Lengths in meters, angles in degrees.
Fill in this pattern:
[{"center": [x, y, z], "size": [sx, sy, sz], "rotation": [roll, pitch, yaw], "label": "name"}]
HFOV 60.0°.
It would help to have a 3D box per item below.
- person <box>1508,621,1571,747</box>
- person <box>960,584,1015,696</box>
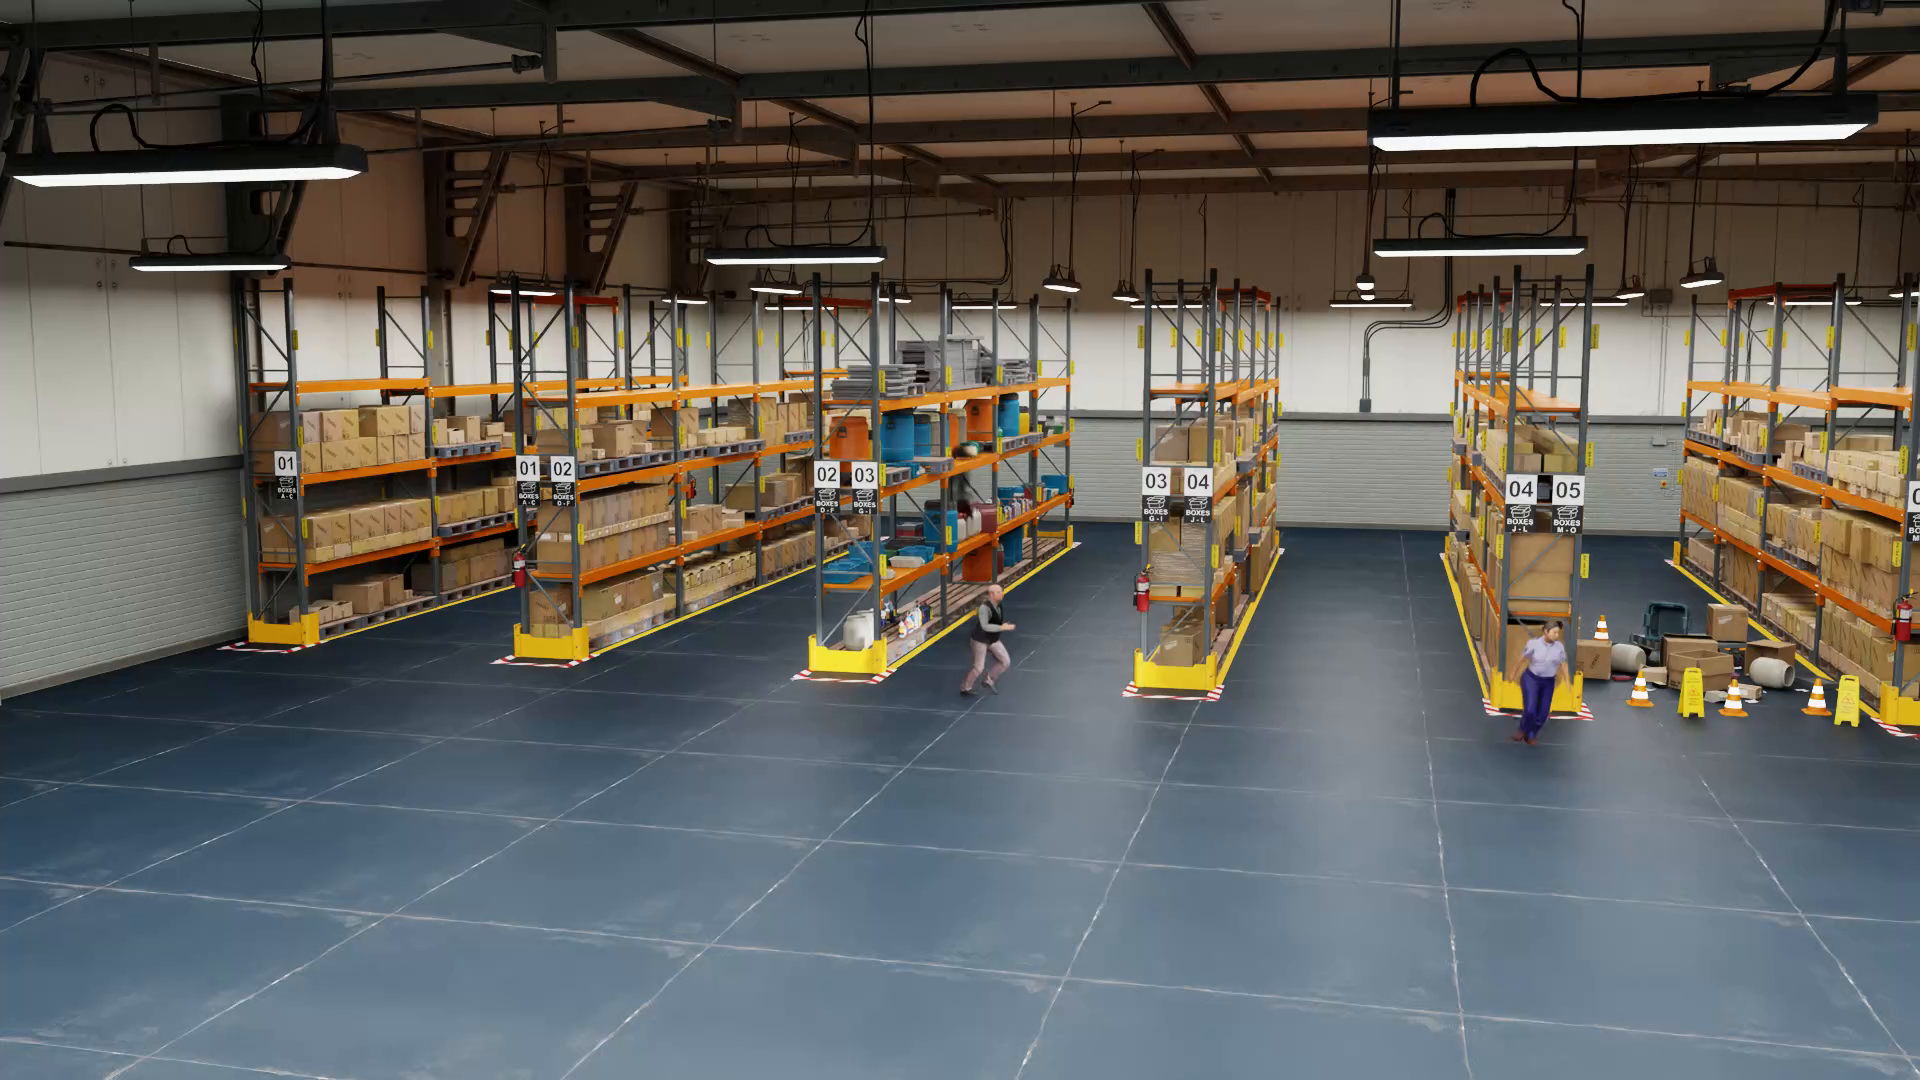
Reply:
[{"center": [7.155, 1.779, 20.456], "size": [0.602, 1.621, 0.609], "rotation": [-1, 7, -9], "label": "person"}, {"center": [0.396, 1.405, 23.221], "size": [0.930, 1.621, 0.643], "rotation": [5, 9, 37], "label": "person"}]
